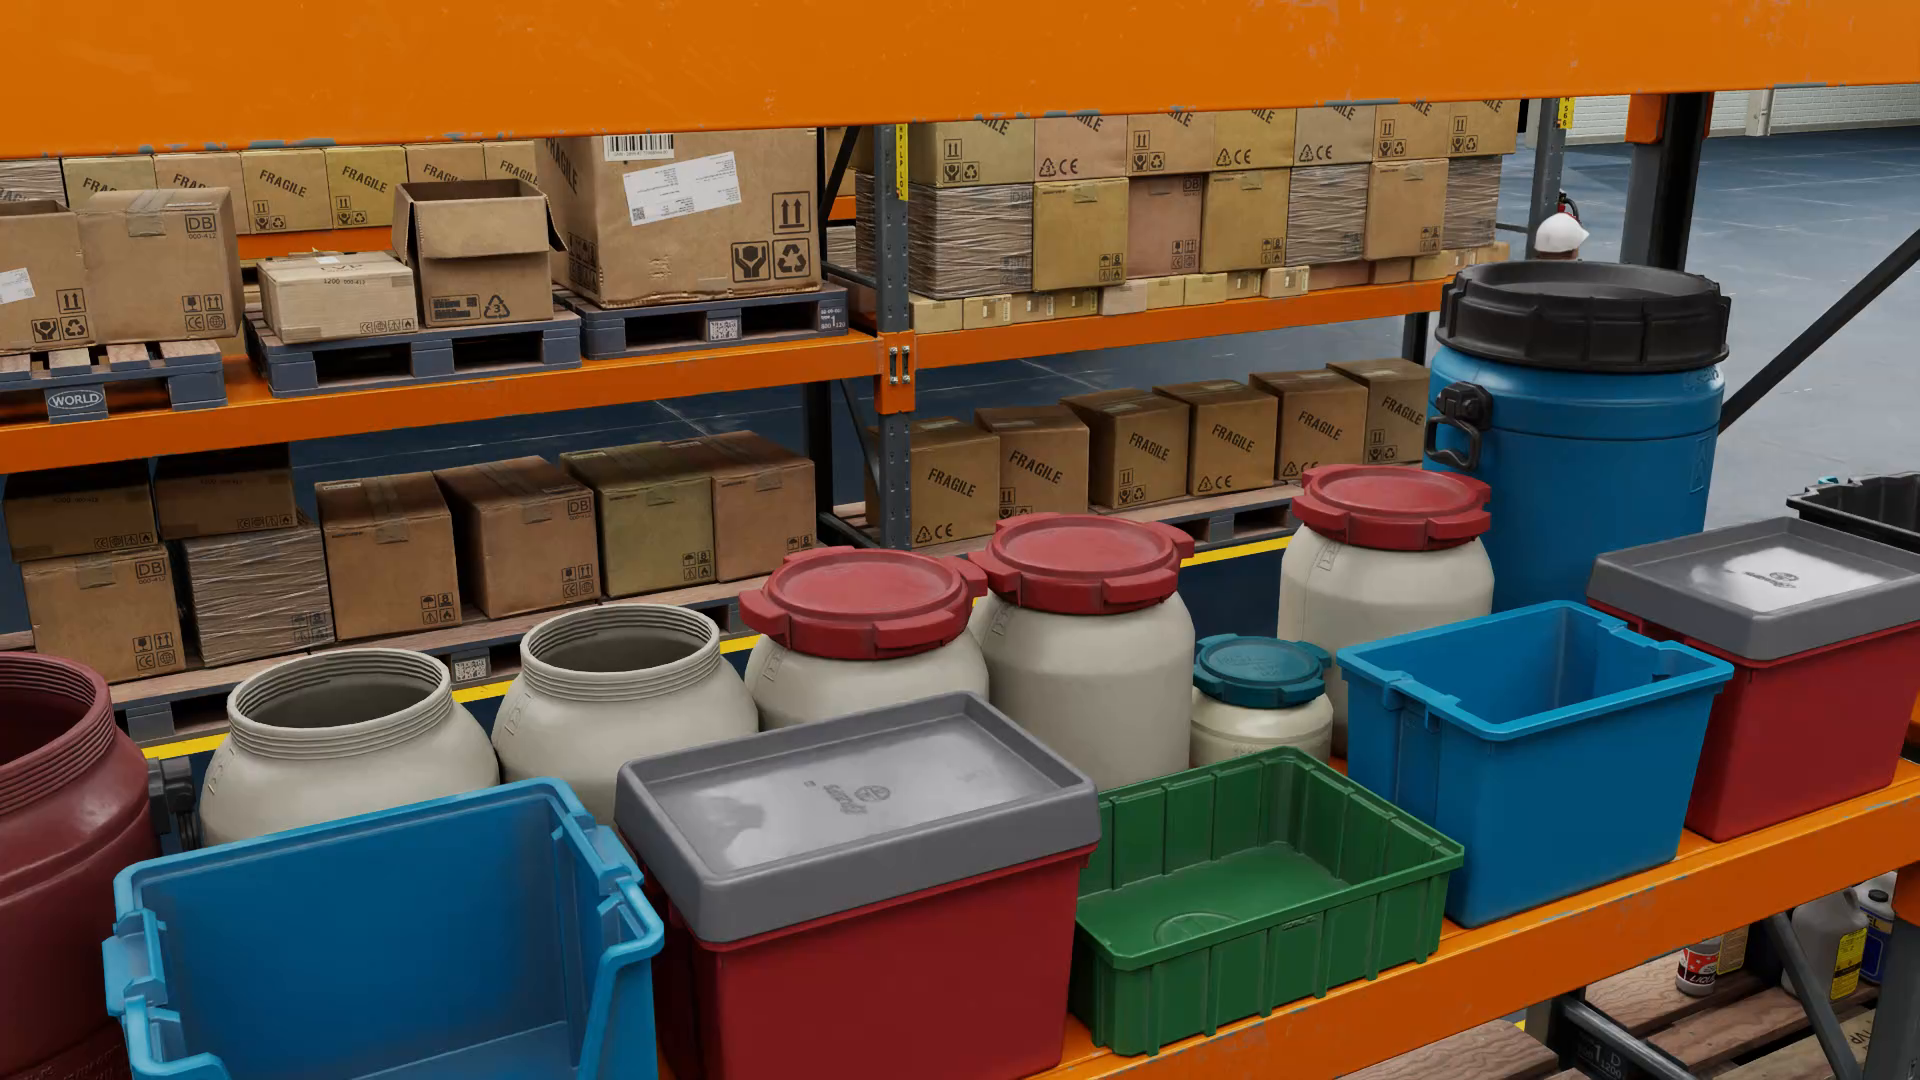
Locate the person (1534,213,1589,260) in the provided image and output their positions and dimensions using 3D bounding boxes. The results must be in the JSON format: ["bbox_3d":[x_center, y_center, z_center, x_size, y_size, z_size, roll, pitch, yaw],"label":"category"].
[{"bbox_3d":[2.851,-0.698,8.097,0.747,1.765,0.552,-8,20,-22],"label":"person"}]
